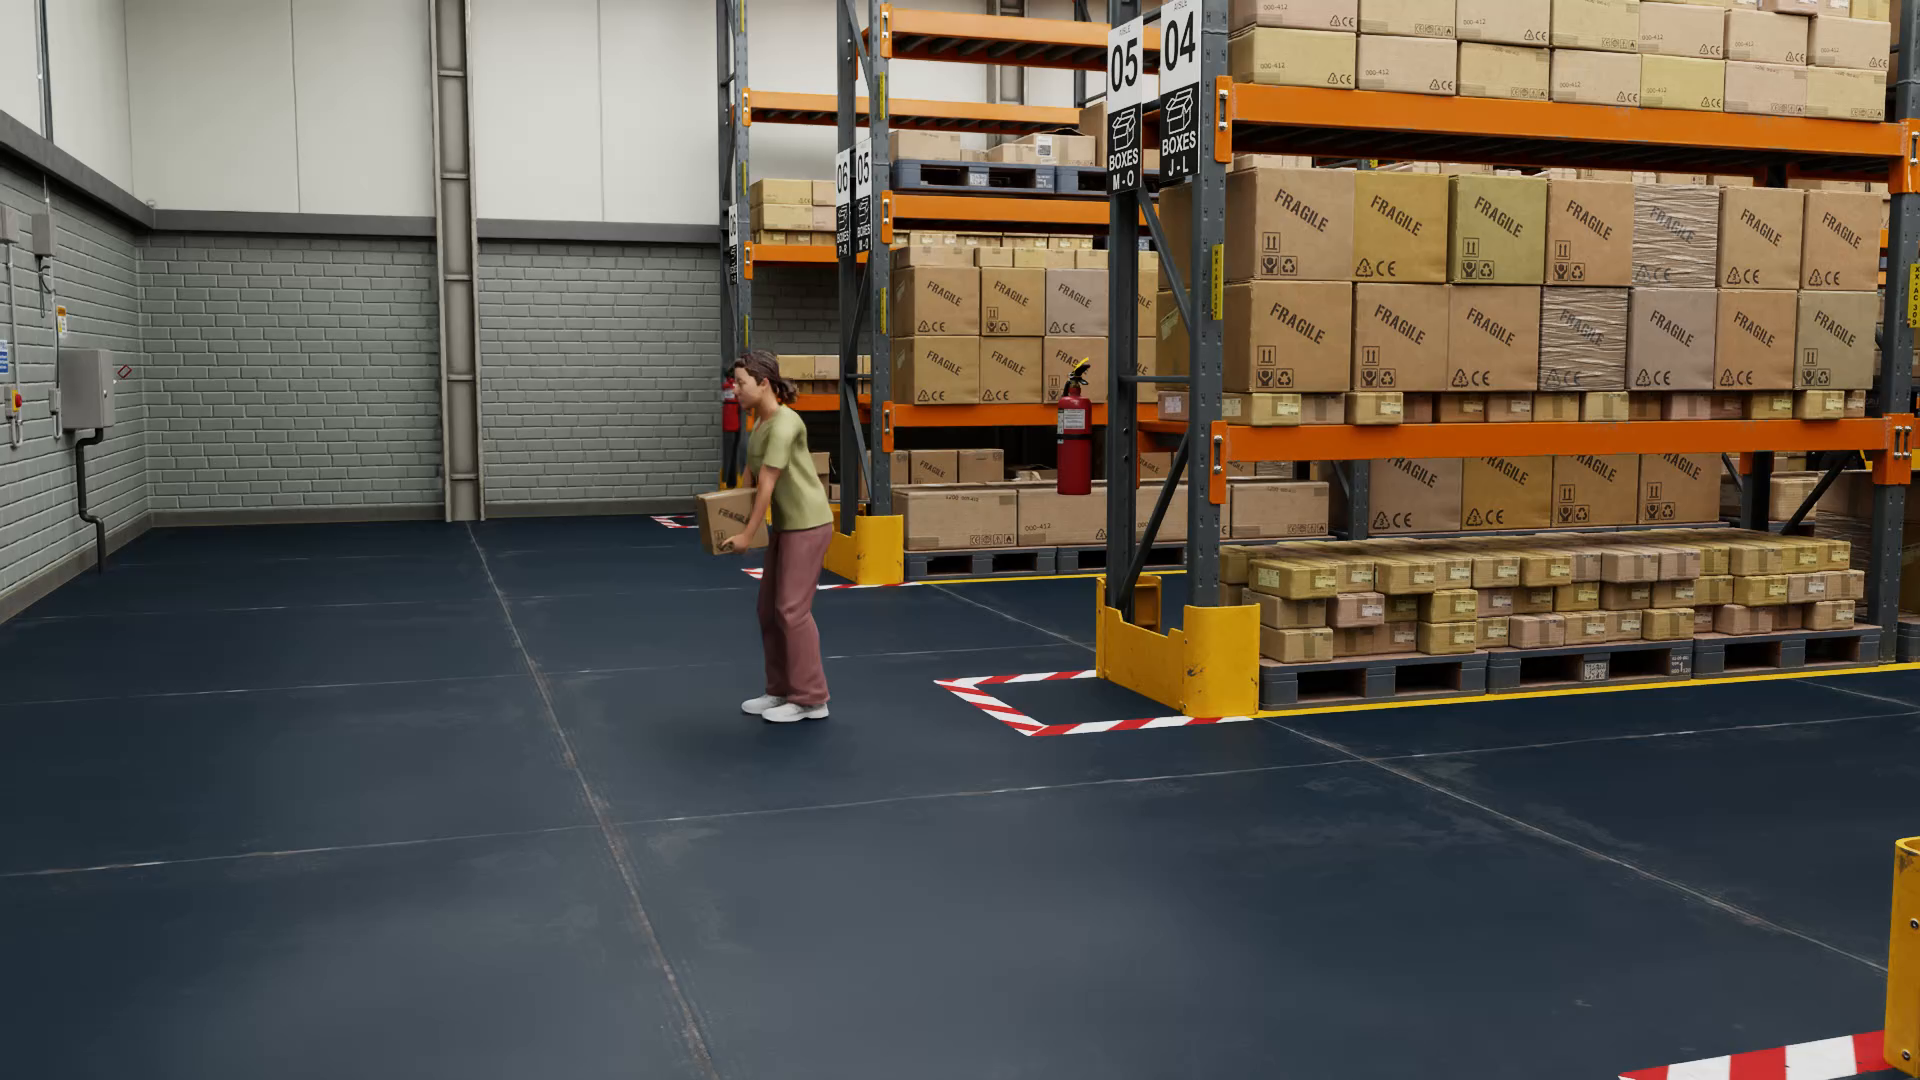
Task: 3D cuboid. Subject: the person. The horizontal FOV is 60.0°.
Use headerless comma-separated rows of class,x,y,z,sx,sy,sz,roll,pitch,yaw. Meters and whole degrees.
person,-0.831,-0.019,7.404,0.527,1.644,0.406,-2,6,-20
